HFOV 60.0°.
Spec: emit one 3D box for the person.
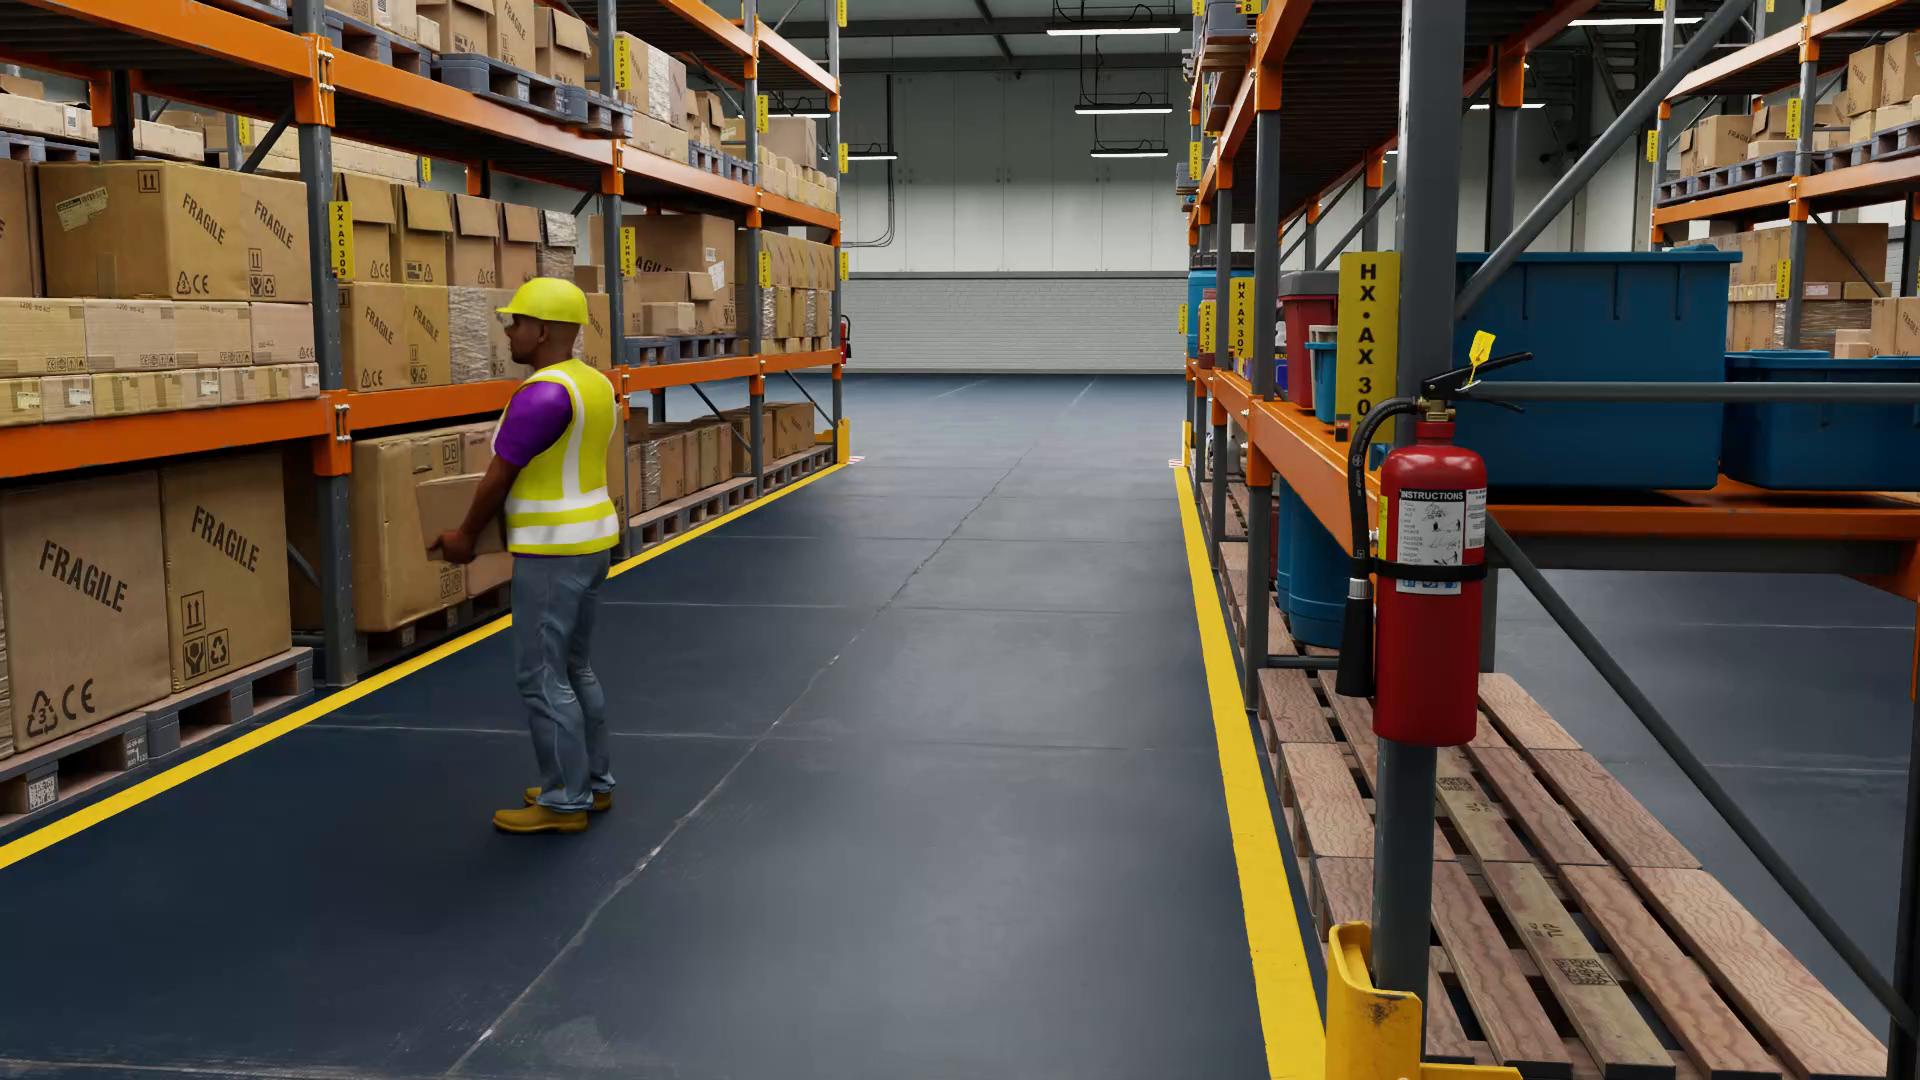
[{"bbox_3d":[-1.400,0.014,5.368,0.560,1.702,0.473,1,8,6],"label":"person"}]
